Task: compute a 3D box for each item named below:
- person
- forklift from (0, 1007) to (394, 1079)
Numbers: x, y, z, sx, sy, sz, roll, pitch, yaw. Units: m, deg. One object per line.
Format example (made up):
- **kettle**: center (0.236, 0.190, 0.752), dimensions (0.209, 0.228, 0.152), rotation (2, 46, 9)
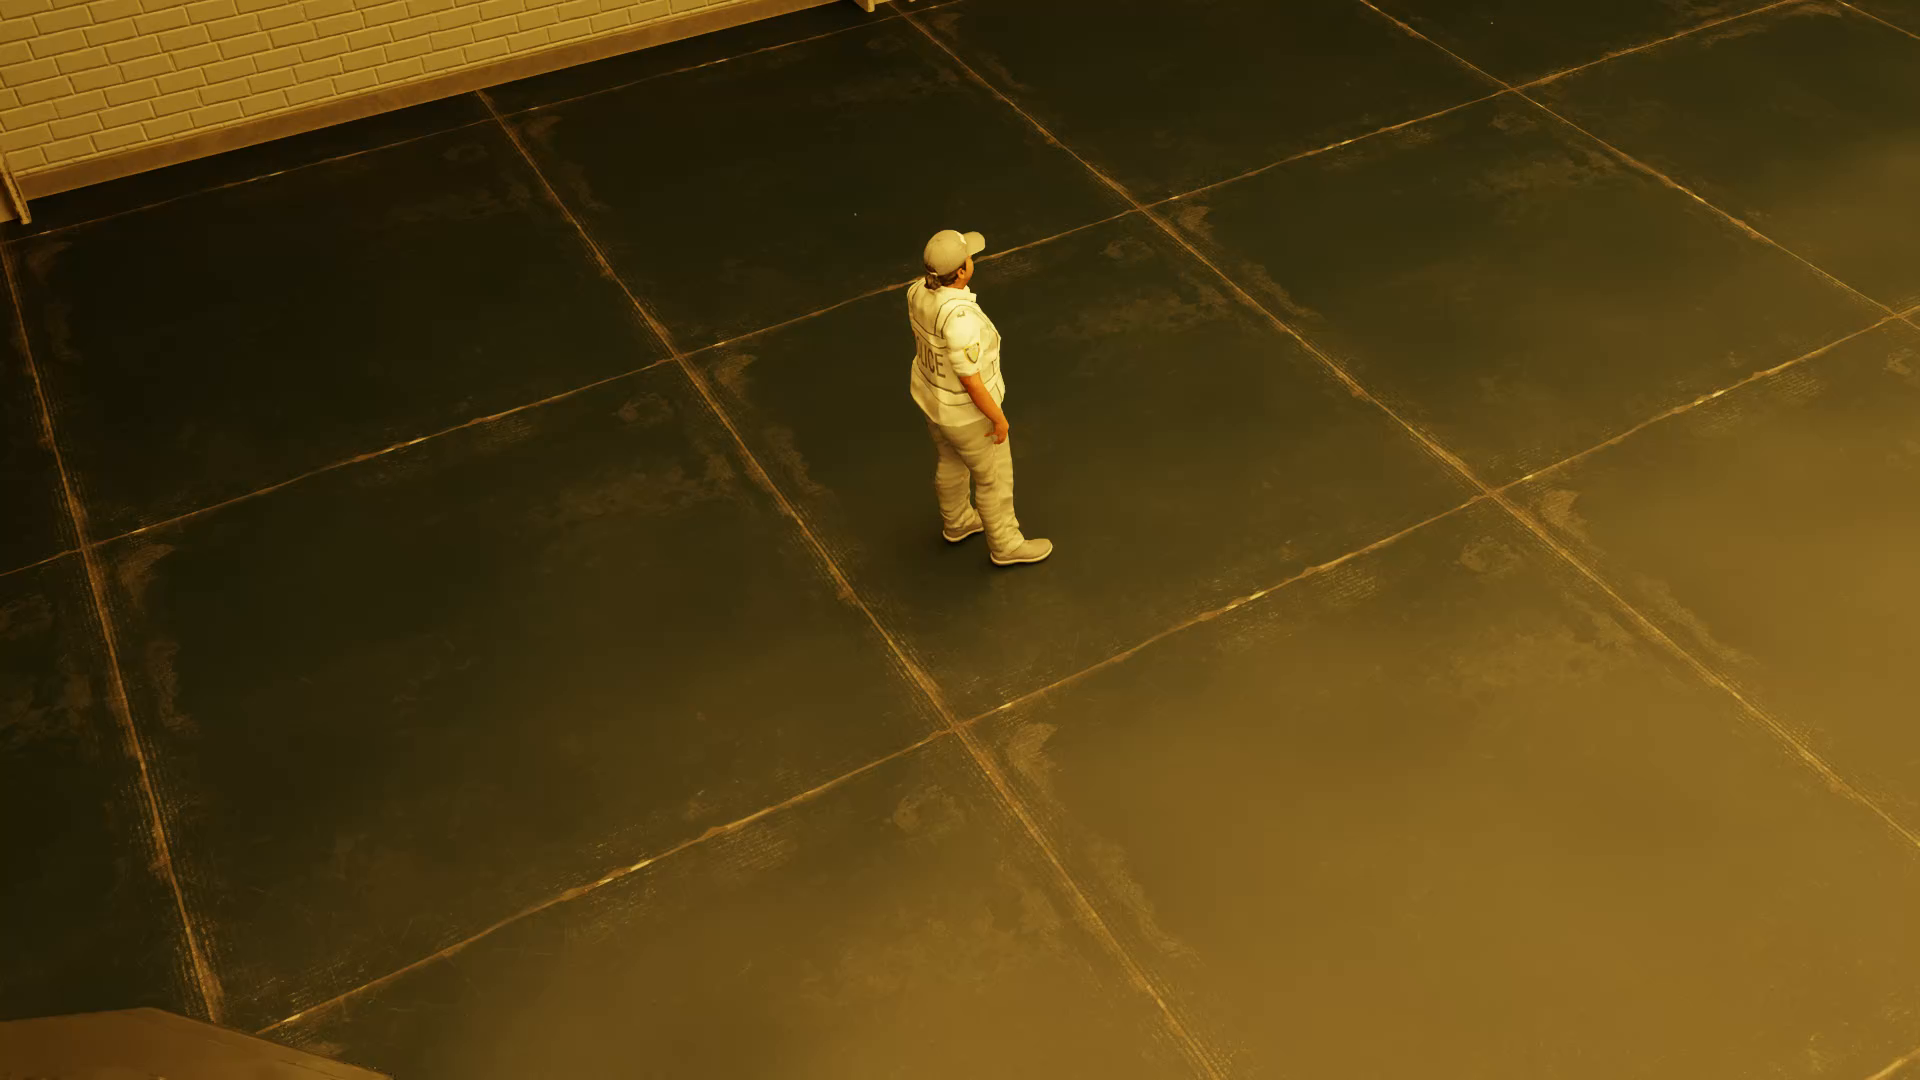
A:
- **person**: center (0.078, -0.629, 7.295), dimensions (0.529, 1.670, 0.598), rotation (-21, 47, -21)
- **forklift**: center (-1.414, 2.360, 3.153), dimensions (1.130, 2.935, 3.031), rotation (11, 44, 12)
